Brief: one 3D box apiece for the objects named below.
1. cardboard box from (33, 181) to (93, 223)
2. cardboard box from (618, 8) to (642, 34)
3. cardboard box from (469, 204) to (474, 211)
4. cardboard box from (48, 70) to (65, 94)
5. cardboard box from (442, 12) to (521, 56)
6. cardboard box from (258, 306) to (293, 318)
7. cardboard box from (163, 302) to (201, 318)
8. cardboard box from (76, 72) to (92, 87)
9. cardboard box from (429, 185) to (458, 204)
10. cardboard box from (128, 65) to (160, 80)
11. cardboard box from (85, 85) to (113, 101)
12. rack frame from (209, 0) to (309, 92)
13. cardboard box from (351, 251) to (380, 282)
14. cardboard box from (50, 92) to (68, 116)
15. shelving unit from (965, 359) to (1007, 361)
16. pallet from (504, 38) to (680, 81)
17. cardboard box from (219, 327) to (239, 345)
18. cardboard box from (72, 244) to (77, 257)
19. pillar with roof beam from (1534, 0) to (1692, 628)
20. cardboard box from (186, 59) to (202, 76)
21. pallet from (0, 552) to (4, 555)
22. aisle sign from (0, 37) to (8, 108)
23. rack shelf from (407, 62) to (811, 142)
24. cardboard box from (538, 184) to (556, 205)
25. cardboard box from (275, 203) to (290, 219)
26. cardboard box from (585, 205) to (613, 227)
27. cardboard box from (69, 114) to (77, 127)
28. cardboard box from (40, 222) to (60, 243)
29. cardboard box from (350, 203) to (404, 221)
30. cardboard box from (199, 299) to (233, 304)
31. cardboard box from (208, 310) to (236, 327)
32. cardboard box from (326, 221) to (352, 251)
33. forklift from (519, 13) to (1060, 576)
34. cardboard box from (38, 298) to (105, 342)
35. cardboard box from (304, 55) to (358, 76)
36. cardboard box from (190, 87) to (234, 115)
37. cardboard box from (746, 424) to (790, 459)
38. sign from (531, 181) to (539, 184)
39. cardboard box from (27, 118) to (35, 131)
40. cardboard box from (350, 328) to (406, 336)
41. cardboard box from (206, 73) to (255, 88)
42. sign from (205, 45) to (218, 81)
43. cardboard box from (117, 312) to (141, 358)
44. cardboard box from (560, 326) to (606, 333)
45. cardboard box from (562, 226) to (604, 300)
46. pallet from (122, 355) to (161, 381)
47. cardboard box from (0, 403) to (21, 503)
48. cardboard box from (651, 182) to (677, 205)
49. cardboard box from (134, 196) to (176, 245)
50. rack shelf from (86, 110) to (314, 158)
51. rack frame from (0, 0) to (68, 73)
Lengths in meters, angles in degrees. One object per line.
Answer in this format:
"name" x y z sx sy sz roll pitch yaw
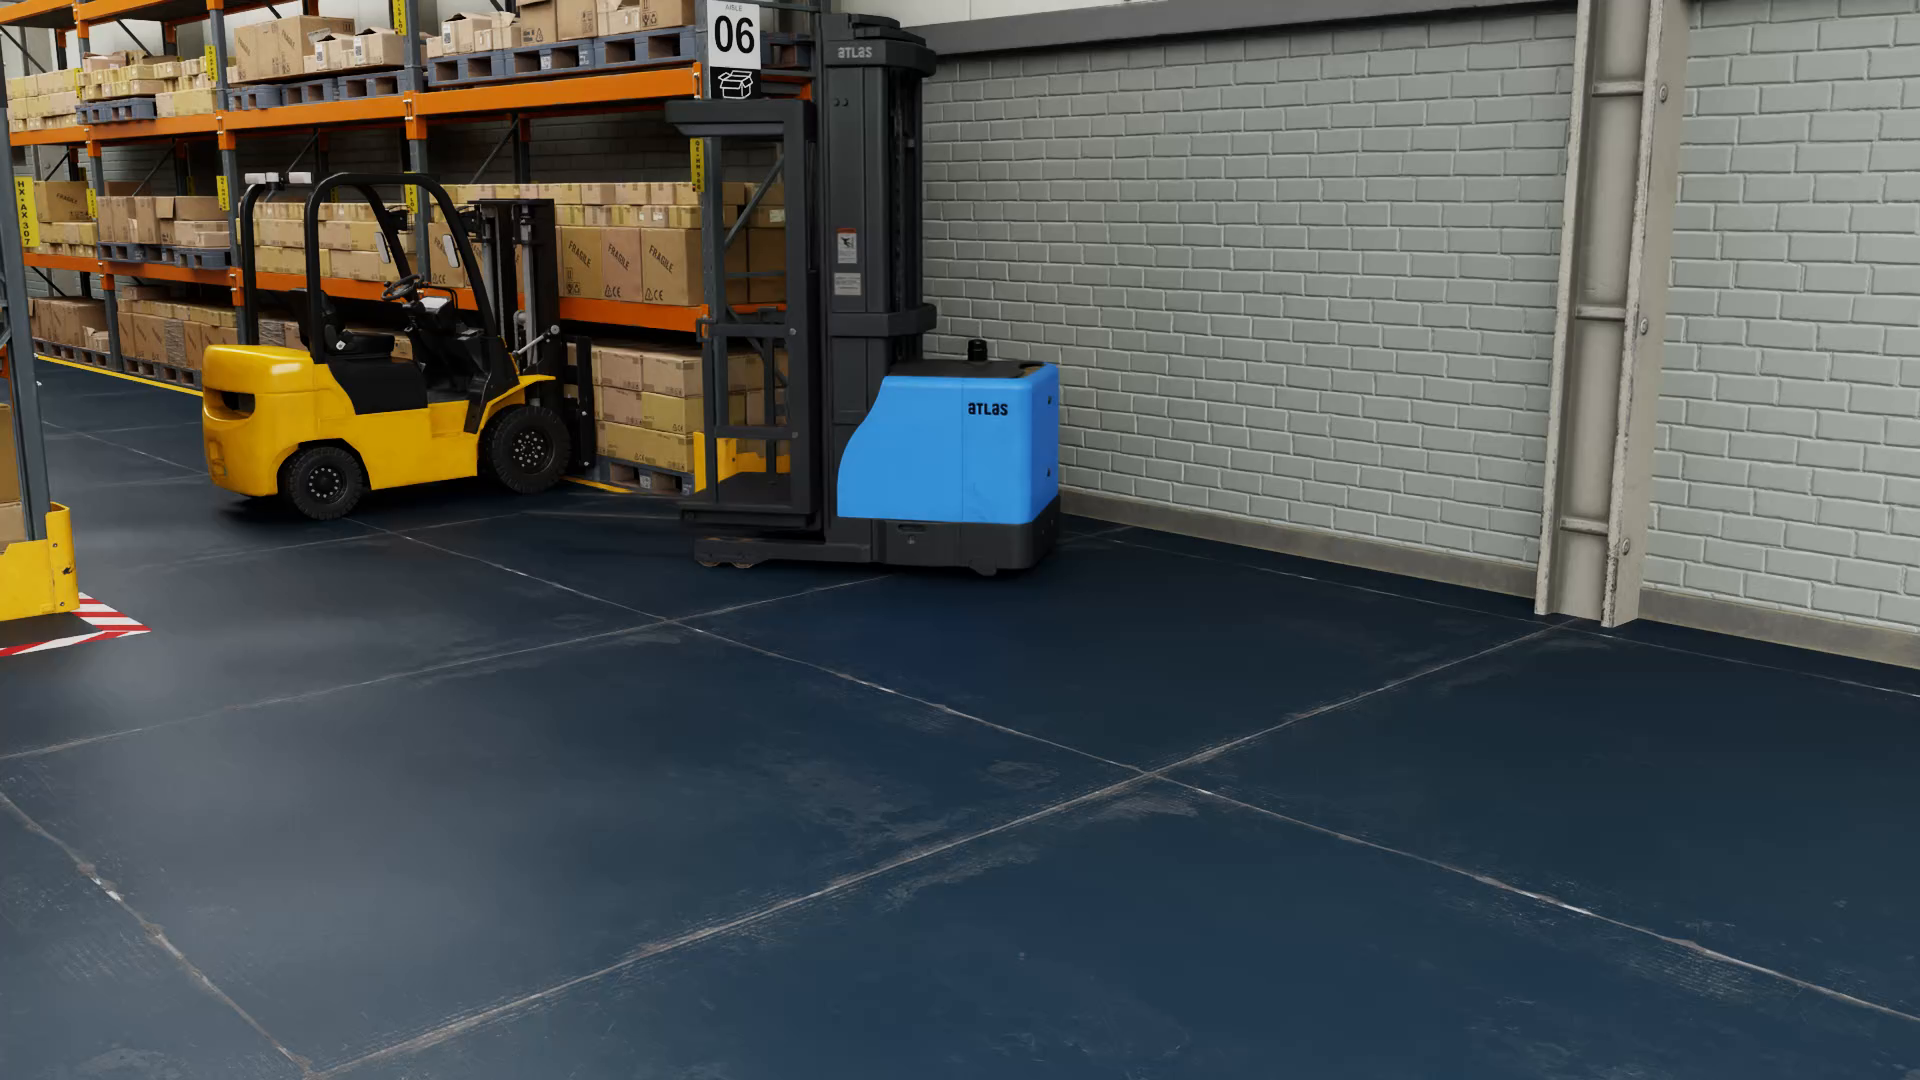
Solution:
"cardboard box" -11.144 -4.203 20.656 0.500 0.500 0.500 -10 16 -41
"cardboard box" -2.041 -3.431 11.031 0.250 0.149 0.380 11 16 44
"cardboard box" -3.601 -2.547 12.985 0.380 0.149 0.250 -11 16 -43
"cardboard box" -10.415 -5.402 19.660 0.500 0.250 0.500 -11 16 -43
"cardboard box" -3.613 -3.860 12.712 0.500 0.311 0.500 -10 16 -41
"cardboard box" -7.302 -2.405 17.699 0.380 0.149 0.250 -11 16 -42
"cardboard box" -8.534 -2.531 18.307 0.380 0.149 0.250 -10 15 -41
"cardboard box" -9.647 -5.144 18.611 0.380 0.149 0.250 -10 15 -41
"cardboard box" -4.006 -2.760 13.280 0.380 0.149 0.250 -10 16 -41
"cardboard box" -8.541 -4.928 17.560 0.380 0.149 0.250 -11 16 -42
"cardboard box" -9.464 -4.962 18.462 0.380 0.149 0.250 -11 16 -42
"rack frame" -6.774 -5.857 16.041 1.000 3.000 0.127 -11 16 -43
"cardboard box" -4.900 -2.371 14.360 0.500 0.250 0.500 -11 16 -43
"cardboard box" -10.417 -5.154 19.695 0.500 0.250 0.500 11 16 43
"shelving unit" 0.134 -0.545 9.953 0.252 1.050 0.215 3 12 14
"pallet" -2.565 -3.462 12.068 1.003 0.211 1.213 -11 16 -43
"cardboard box" -7.221 -1.932 17.010 0.500 0.500 0.500 -10 15 -41
"cardboard box" -10.493 -3.503 20.101 0.380 0.149 0.250 -10 16 -41
"pillar with roof beam" -0.048 -3.441 4.314 9.100 9.000 0.400 -11 16 -43
"cardboard box" -7.550 -4.749 16.743 0.250 0.149 0.380 11 16 43
"pallet" -5.424 0.172 8.554 1.003 0.211 1.213 -11 16 -43
"aisle sign" -4.569 -2.367 7.522 0.394 0.787 0.004 -11 16 -43
"rack shelf" -2.630 -3.160 12.166 1.077 0.370 4.000 -11 16 -43
"cardboard box" -2.874 -2.549 12.257 0.380 0.149 0.250 -11 16 -42
"cardboard box" -6.196 -3.089 15.616 0.380 0.149 0.250 -11 16 -42
"cardboard box" -2.405 -2.279 11.686 0.250 0.149 0.380 11 16 43
"cardboard box" -10.165 -4.896 19.433 0.380 0.149 0.250 -11 16 -43
"cardboard box" -11.110 -3.836 20.733 0.500 0.250 0.500 11 16 44
"cardboard box" -5.008 -2.819 14.305 0.250 0.149 0.380 11 16 43
"cardboard box" -8.366 -2.635 18.814 0.380 0.149 0.250 -10 16 -41
"cardboard box" -7.509 -2.290 17.141 0.250 0.149 0.380 11 16 42
"cardboard box" -5.245 -2.692 14.678 0.500 0.250 0.500 -10 16 -41
"forklift" -0.992 -1.376 9.329 3.031 2.935 1.130 3 12 12
"cardboard box" -11.382 -2.835 21.394 0.700 0.500 0.500 -10 15 -40
"cardboard box" -5.523 -4.167 14.603 0.380 0.149 0.250 -11 16 -43
"cardboard box" -7.304 -4.356 16.558 0.500 0.250 0.500 11 16 43
"cardboard box" -1.447 -0.709 11.694 0.500 0.250 0.500 -11 16 -42
"sign" -3.611 -2.876 14.094 0.100 0.325 0.005 -11 16 -43
"cardboard box" -11.258 -5.116 20.501 0.380 0.149 0.250 -11 16 -42
"cardboard box" -4.910 -1.567 14.927 0.875 0.625 0.625 -11 16 -43
"cardboard box" -7.193 -4.528 16.407 0.380 0.149 0.250 -10 16 -41
"sign" -7.167 -4.566 15.926 0.100 0.325 0.005 -11 16 -43
"cardboard box" -9.365 -2.382 19.194 0.500 0.500 0.500 -10 15 -40
"cardboard box" -3.171 -1.567 13.380 0.500 0.250 0.500 -11 16 -43
"cardboard box" -2.484 -1.987 11.876 0.500 0.500 0.500 -11 16 -44
"pallet" -8.947 -2.023 19.210 1.003 0.211 1.213 -11 16 -43
"cardboard box" -5.210 -0.445 8.553 0.500 0.500 0.500 11 16 43
"cardboard box" -1.842 -2.318 11.138 0.380 0.149 0.250 -11 16 -42
"cardboard box" -8.464 -3.466 18.010 0.700 0.500 0.500 -11 16 -43
"rack shelf" -8.155 -4.328 17.833 1.077 0.370 4.000 -11 16 -43
"rack frame" -12.298 -7.025 21.708 1.000 3.000 0.127 -11 16 -43
